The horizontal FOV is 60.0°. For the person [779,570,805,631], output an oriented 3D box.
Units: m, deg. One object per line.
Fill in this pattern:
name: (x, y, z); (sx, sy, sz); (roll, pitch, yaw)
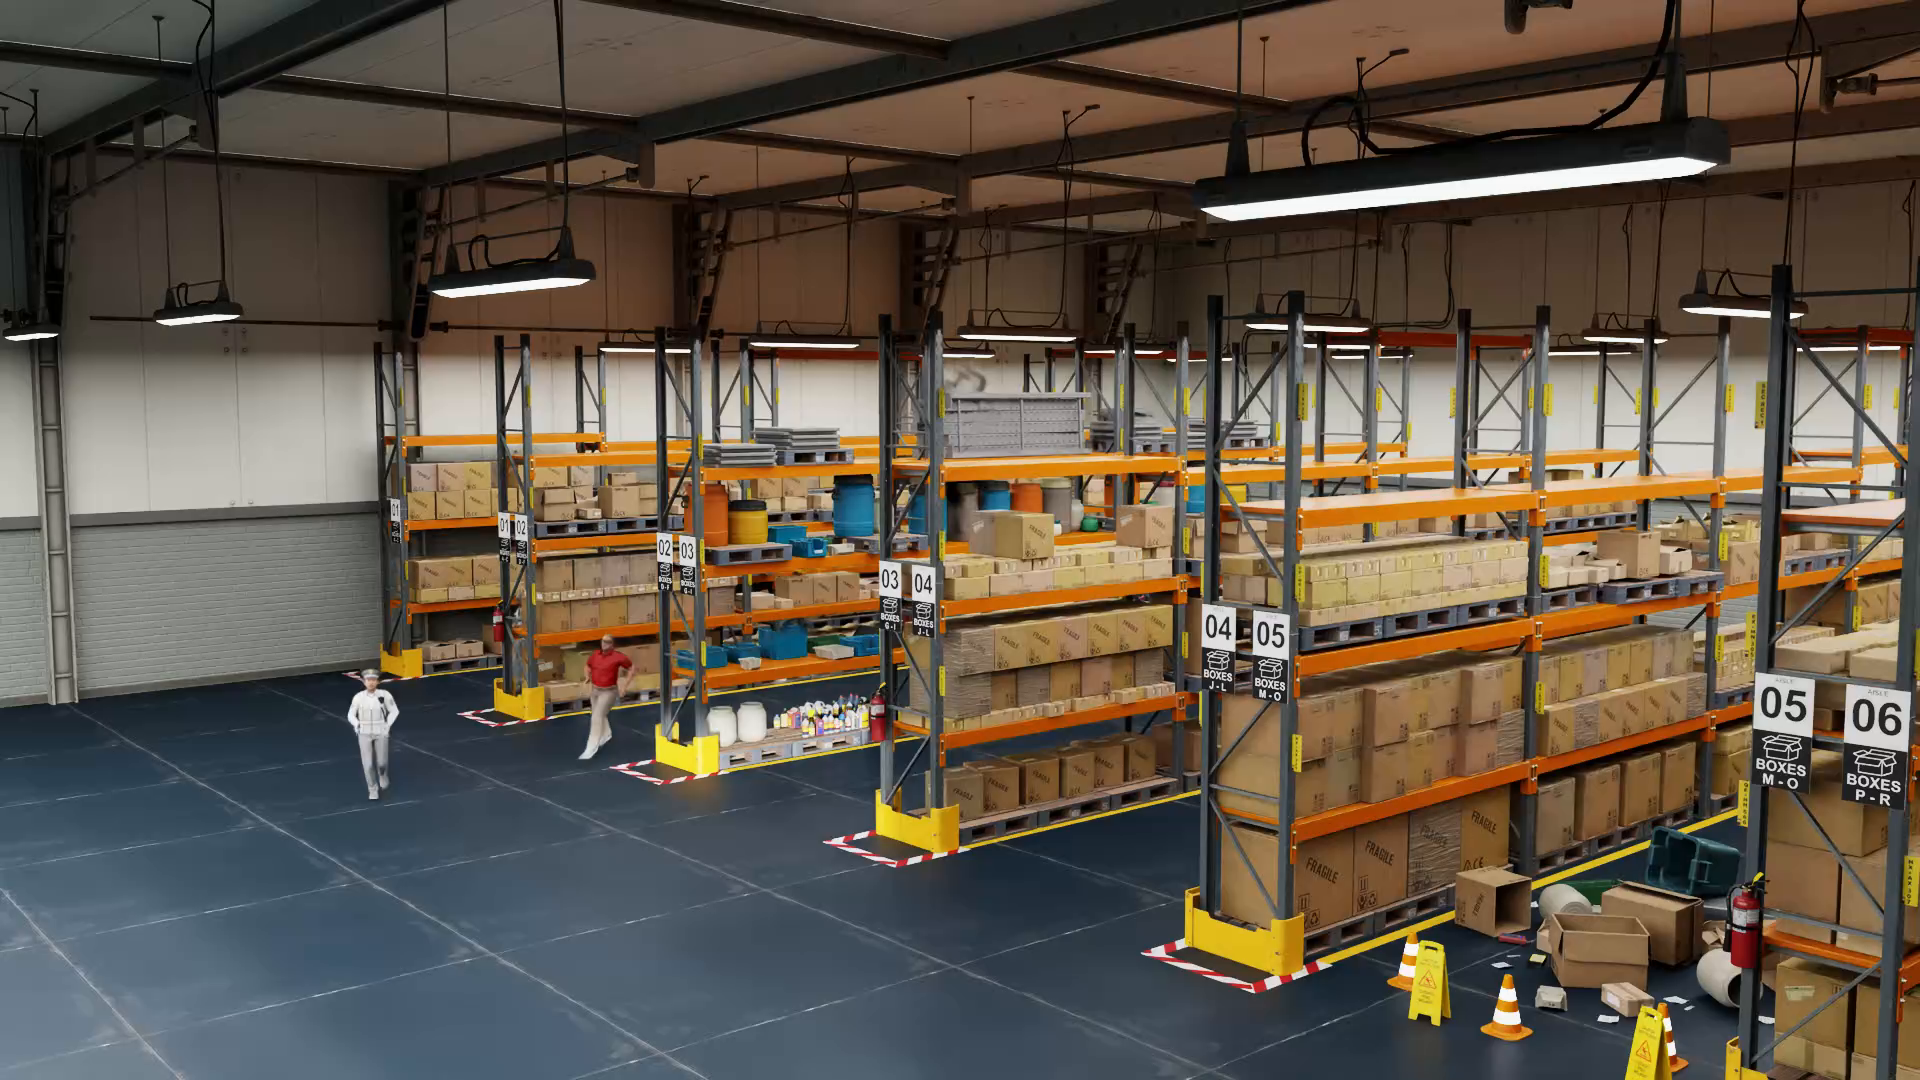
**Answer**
person: (-3.163, 1.381, 31.881); (0.674, 1.828, 0.782); (5, 7, 45)

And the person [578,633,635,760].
person: (-5.018, 2.191, 23.464); (0.740, 1.758, 0.852); (3, 6, 27)

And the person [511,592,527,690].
person: (-7.392, 1.745, 28.406); (0.553, 1.753, 0.799); (5, 7, 41)

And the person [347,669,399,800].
person: (-7.395, 2.435, 20.954); (0.612, 1.648, 0.571); (-1, 5, -15)
